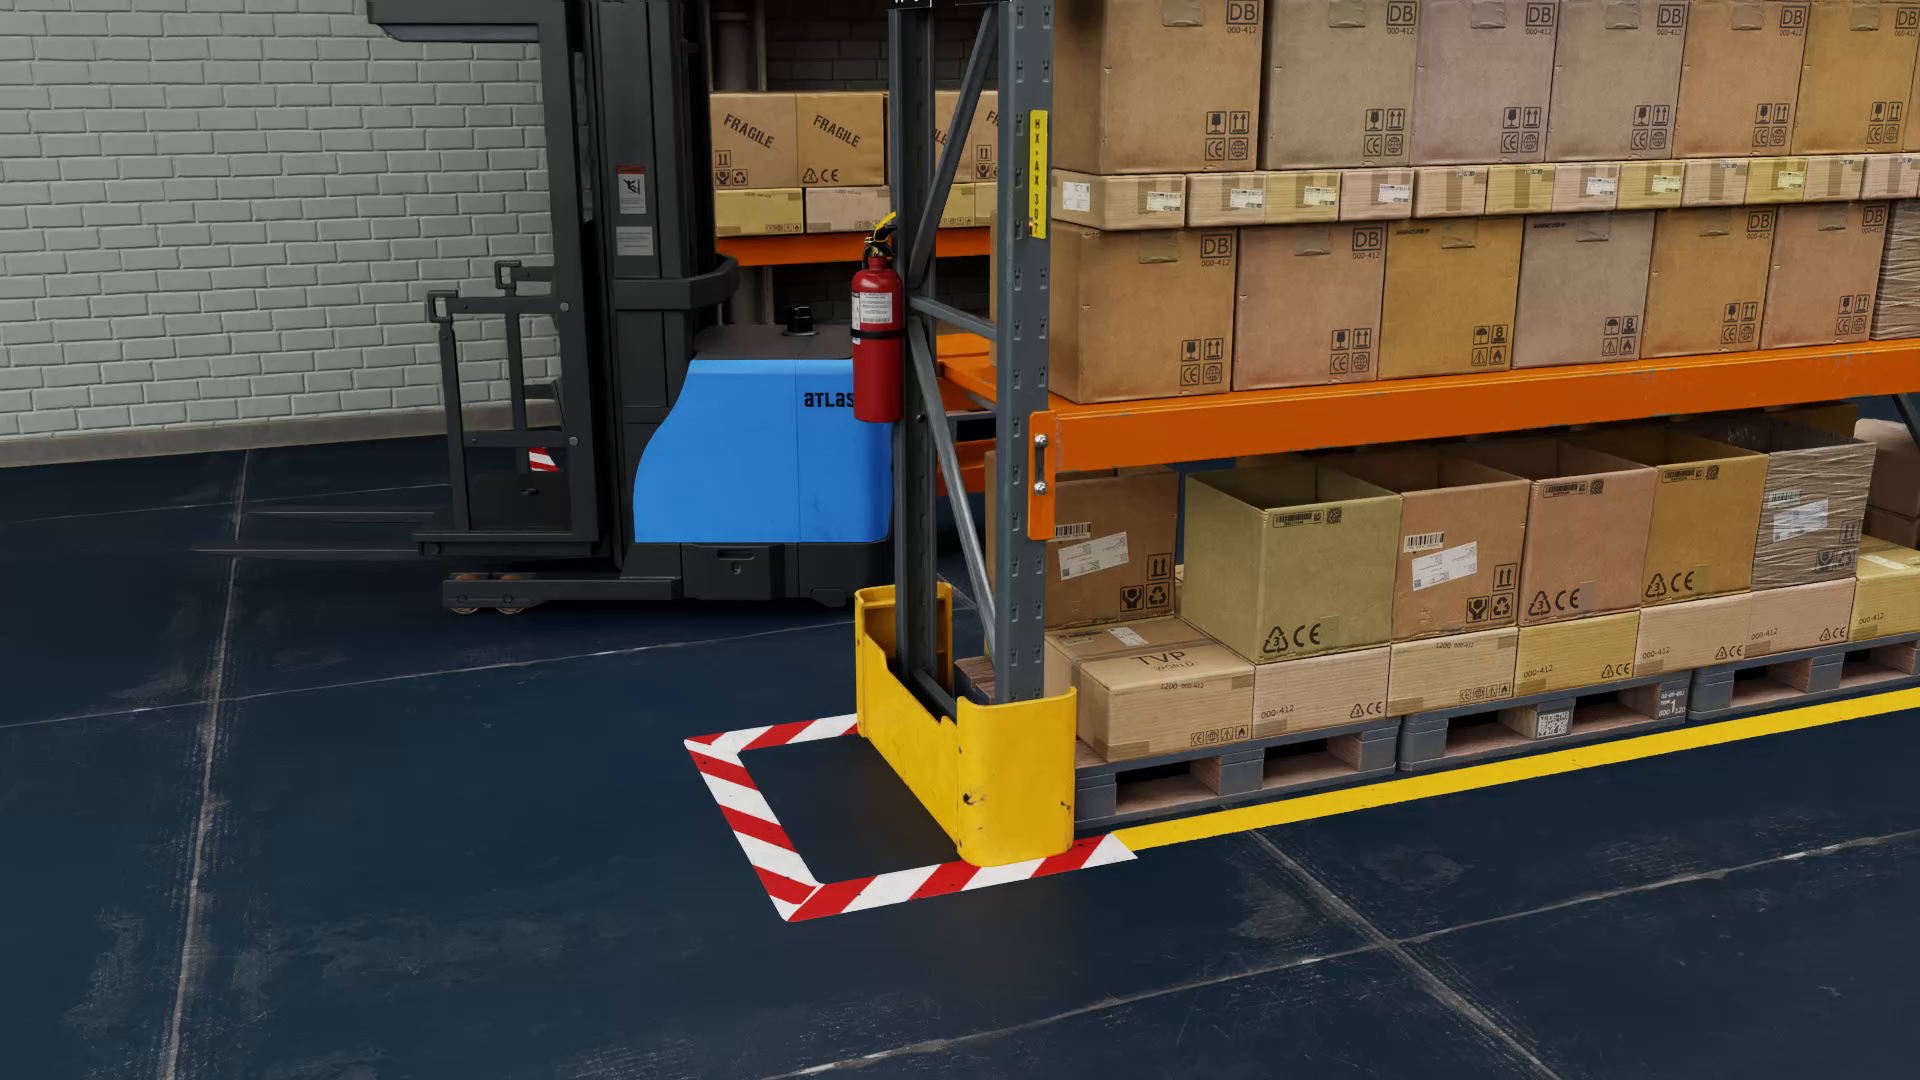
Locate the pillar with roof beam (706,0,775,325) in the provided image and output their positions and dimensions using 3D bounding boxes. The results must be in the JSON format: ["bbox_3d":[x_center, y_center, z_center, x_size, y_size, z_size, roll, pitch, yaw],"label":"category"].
[{"bbox_3d":[0.120,-4.000,5.748,0.400,9.000,9.100,-6,17,-20],"label":"pillar with roof beam"}]

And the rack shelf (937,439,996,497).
[{"bbox_3d":[0.210,-0.315,8.042,1.000,0.278,0.538,-7,18,-23],"label":"rack shelf"}]

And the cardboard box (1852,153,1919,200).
[{"bbox_3d":[3.094,-1.280,5.805,0.250,0.149,0.380,-7,18,-22],"label":"cardboard box"}]

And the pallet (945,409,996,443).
[{"bbox_3d":[0.215,-0.820,10.517,1.213,0.211,1.003,-6,17,-20],"label":"pallet"}]

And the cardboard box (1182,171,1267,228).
[{"bbox_3d":[0.701,-1.022,4.928,0.250,0.149,0.380,-7,18,-22],"label":"cardboard box"}]

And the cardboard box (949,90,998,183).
[{"bbox_3d":[0.217,-2.375,9.763,0.500,0.500,0.500,-6,17,-18],"label":"cardboard box"}]

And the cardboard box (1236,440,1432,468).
[{"bbox_3d":[1.334,-0.132,6.028,0.500,0.500,0.500,-6,17,-20],"label":"cardboard box"}]

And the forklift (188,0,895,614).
[{"bbox_3d":[-1.811,-1.242,7.125,3.031,2.935,1.130,0,16,0],"label":"forklift"}]

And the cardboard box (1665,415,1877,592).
[{"bbox_3d":[2.921,-0.147,6.078,0.500,0.500,0.500,-6,17,-20],"label":"cardboard box"}]

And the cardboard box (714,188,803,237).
[{"bbox_3d":[-1.195,-1.859,9.337,0.500,0.250,0.500,-7,18,-22],"label":"cardboard box"}]

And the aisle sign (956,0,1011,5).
[{"bbox_3d":[0.060,-1.813,4.335,0.004,0.787,0.394,-6,17,-20],"label":"aisle sign"}]

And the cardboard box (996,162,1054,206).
[{"bbox_3d":[0.300,-1.101,5.195,0.250,0.149,0.380,-6,18,-21],"label":"cardboard box"}]

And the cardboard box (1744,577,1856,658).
[{"bbox_3d":[2.922,0.214,6.182,0.500,0.250,0.500,-6,17,-20],"label":"cardboard box"}]

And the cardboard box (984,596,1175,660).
[{"bbox_3d":[0.407,0.333,5.775,0.500,0.250,0.500,-6,17,-20],"label":"cardboard box"}]

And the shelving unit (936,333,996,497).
[{"bbox_3d":[0.210,-0.550,7.973,1.048,1.125,0.538,-7,18,-23],"label":"shelving unit"}]

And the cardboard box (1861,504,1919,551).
[{"bbox_3d":[4.030,-0.057,7.102,0.500,0.250,0.500,-6,18,-21],"label":"cardboard box"}]

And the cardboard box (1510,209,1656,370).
[{"bbox_3d":[1.897,-0.901,5.667,0.500,0.500,0.700,-6,17,-18],"label":"cardboard box"}]

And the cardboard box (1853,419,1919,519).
[{"bbox_3d":[4.022,-0.324,7.017,0.500,0.311,0.500,-6,17,-20],"label":"cardboard box"}]

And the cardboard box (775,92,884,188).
[{"bbox_3d":[-0.746,-2.270,9.403,0.500,0.500,0.500,-6,17,-20],"label":"cardboard box"}]

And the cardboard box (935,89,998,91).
[{"bbox_3d":[0.025,-2.509,10.218,0.500,0.500,0.500,-6,17,-19],"label":"cardboard box"}]

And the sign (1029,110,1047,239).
[{"bbox_3d":[0.205,-0.960,4.366,0.005,0.325,0.100,-6,17,-20],"label":"sign"}]

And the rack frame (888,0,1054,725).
[{"bbox_3d":[0.012,-0.653,4.998,0.127,3.000,1.000,-6,17,-20],"label":"rack frame"}]

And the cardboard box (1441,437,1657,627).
[{"bbox_3d":[1.994,-0.041,5.718,0.500,0.500,0.500,-6,17,-20],"label":"cardboard box"}]

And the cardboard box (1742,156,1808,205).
[{"bbox_3d":[2.619,-1.230,5.633,0.250,0.149,0.380,-6,17,-20],"label":"cardboard box"}]

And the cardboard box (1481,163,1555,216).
[{"bbox_3d":[1.657,-1.125,5.278,0.250,0.149,0.380,-6,18,-21],"label":"cardboard box"}]

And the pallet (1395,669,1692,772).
[{"bbox_3d":[1.848,0.475,6.106,1.213,0.211,1.003,-6,17,-20],"label":"pallet"}]

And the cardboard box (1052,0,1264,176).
[{"bbox_3d":[0.502,-1.372,4.968,0.500,0.500,0.700,-6,17,-20],"label":"cardboard box"}]

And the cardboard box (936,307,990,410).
[{"bbox_3d":[0.149,-1.132,10.285,0.500,0.500,0.700,-7,18,-24],"label":"cardboard box"}]

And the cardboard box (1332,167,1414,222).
[{"bbox_3d":[1.171,-1.072,5.097,0.250,0.149,0.380,-6,18,-21],"label":"cardboard box"}]

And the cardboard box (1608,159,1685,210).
[{"bbox_3d":[2.136,-1.177,5.452,0.250,0.149,0.380,-6,17,-18],"label":"cardboard box"}]

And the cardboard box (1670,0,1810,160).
[{"bbox_3d":[2.395,-1.579,5.671,0.500,0.500,0.700,-6,17,-20],"label":"cardboard box"}]

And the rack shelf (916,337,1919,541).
[{"bbox_3d":[1.879,-0.509,5.786,4.000,0.370,1.077,-6,17,-20],"label":"rack shelf"}]

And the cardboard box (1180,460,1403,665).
[{"bbox_3d":[1.058,0.059,5.379,0.500,0.500,0.500,-6,17,-20],"label":"cardboard box"}]

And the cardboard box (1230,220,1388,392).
[{"bbox_3d":[0.941,-0.799,5.318,0.500,0.500,0.700,-6,17,-19],"label":"cardboard box"}]

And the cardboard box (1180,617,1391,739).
[{"bbox_3d":[1.058,0.418,5.486,0.500,0.250,0.500,-6,17,-20],"label":"cardboard box"}]

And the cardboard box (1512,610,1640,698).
[{"bbox_3d":[1.993,0.318,5.825,0.500,0.250,0.500,-6,17,-20],"label":"cardboard box"}]

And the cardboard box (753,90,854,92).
[{"bbox_3d":[-0.927,-2.405,9.864,0.500,0.500,0.500,-6,17,-19],"label":"cardboard box"}]

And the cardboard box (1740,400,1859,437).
[{"bbox_3d":[3.202,-0.334,6.715,0.500,0.500,0.500,-6,17,-20],"label":"cardboard box"}]

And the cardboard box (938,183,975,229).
[{"bbox_3d":[-0.238,-1.965,9.697,0.500,0.250,0.500,-6,18,-21],"label":"cardboard box"}]

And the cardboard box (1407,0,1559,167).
[{"bbox_3d":[1.461,-1.478,5.328,0.500,0.500,0.700,-6,17,-20],"label":"cardboard box"}]

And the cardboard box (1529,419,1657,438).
[{"bbox_3d":[2.268,-0.233,6.372,0.500,0.500,0.500,-6,17,-20],"label":"cardboard box"}]

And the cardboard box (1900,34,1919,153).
[{"bbox_3d":[3.335,-1.680,6.017,0.500,0.500,0.700,-6,17,-20],"label":"cardboard box"}]

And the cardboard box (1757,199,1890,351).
[{"bbox_3d":[2.844,-1.003,6.013,0.500,0.500,0.700,-6,18,-21],"label":"cardboard box"}]
